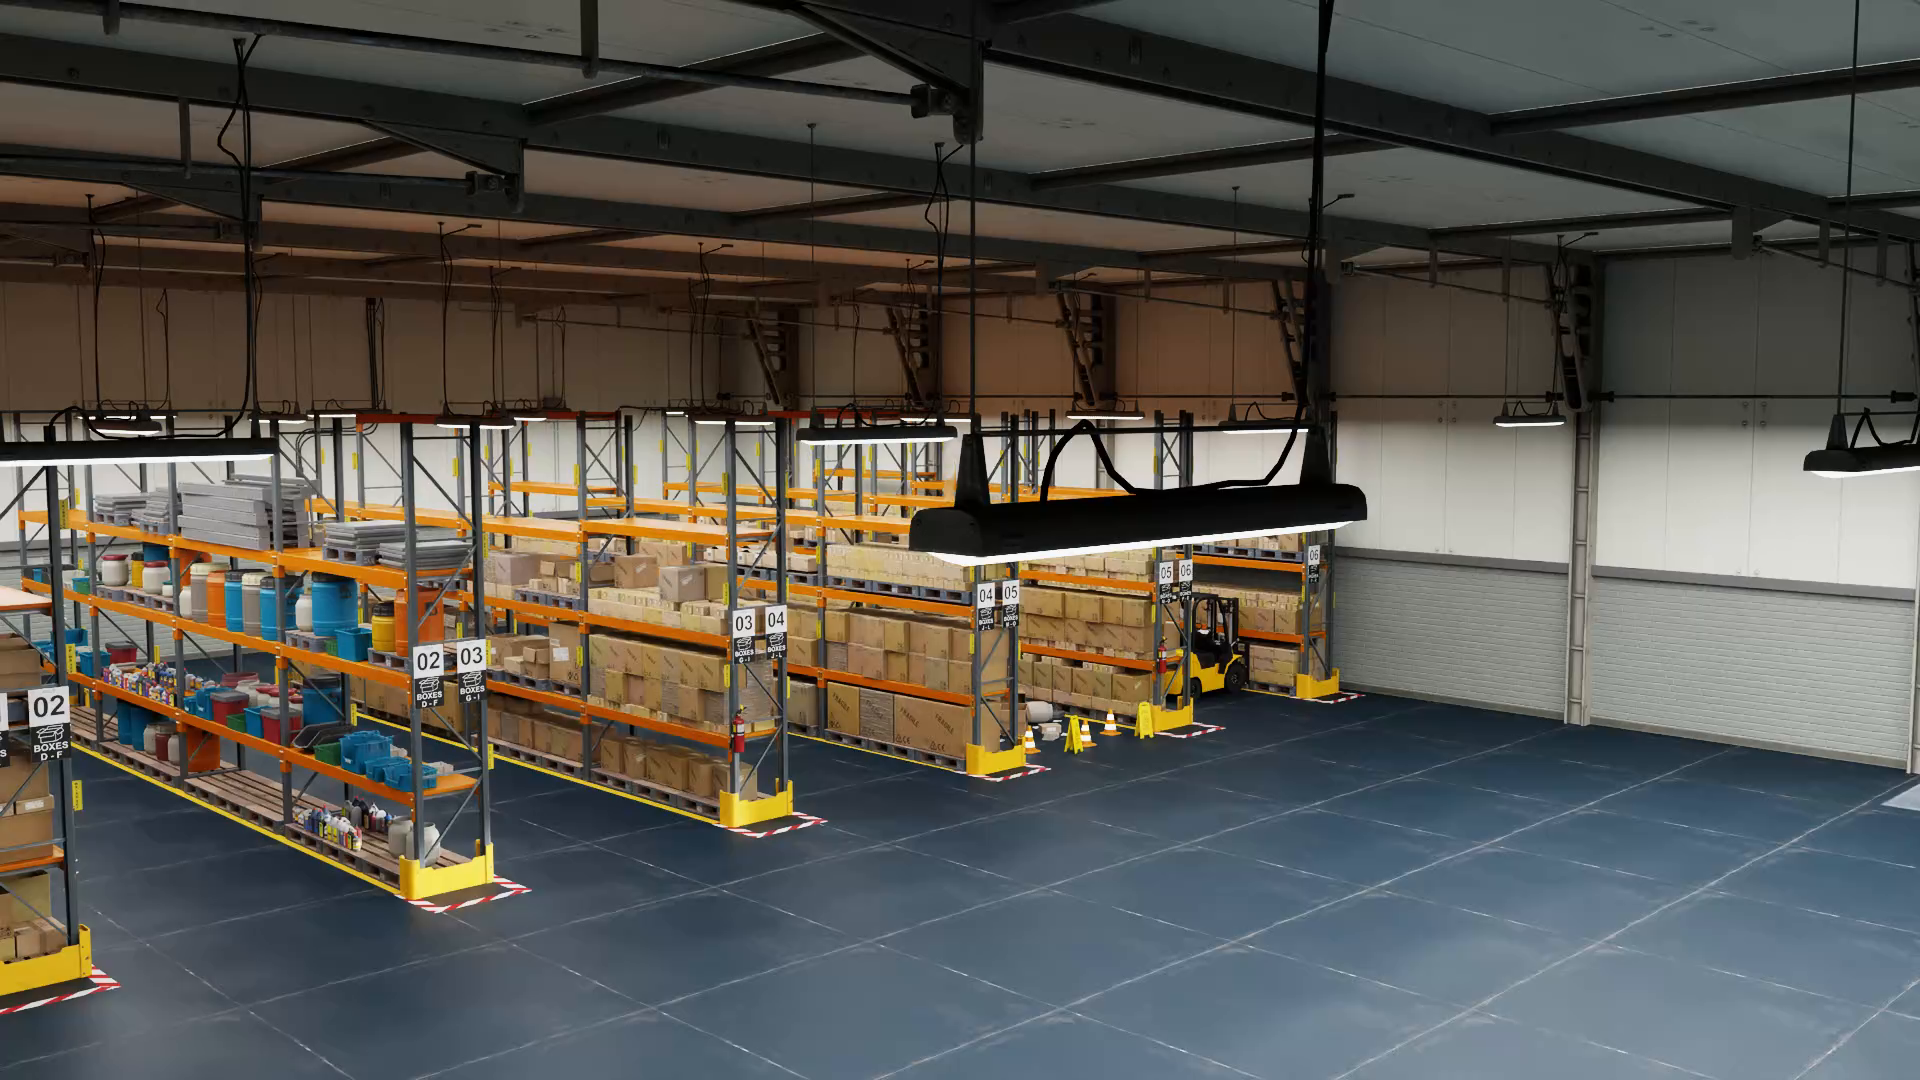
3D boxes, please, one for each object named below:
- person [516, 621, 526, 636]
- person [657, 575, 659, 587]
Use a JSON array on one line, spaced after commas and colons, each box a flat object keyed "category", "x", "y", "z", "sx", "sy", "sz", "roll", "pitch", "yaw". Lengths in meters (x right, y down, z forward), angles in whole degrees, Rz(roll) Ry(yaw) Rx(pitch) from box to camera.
[{"category": "person", "x": -10.733, "y": 1.960, "z": 40.731, "sx": 0.765, "sy": 1.635, "sz": 0.469, "roll": 0, "pitch": 5, "yaw": -4}, {"category": "person", "x": -7.977, "y": 1.628, "z": 44.046, "sx": 0.709, "sy": 1.721, "sz": 0.691, "roll": -2, "pitch": 5, "yaw": -19}]
